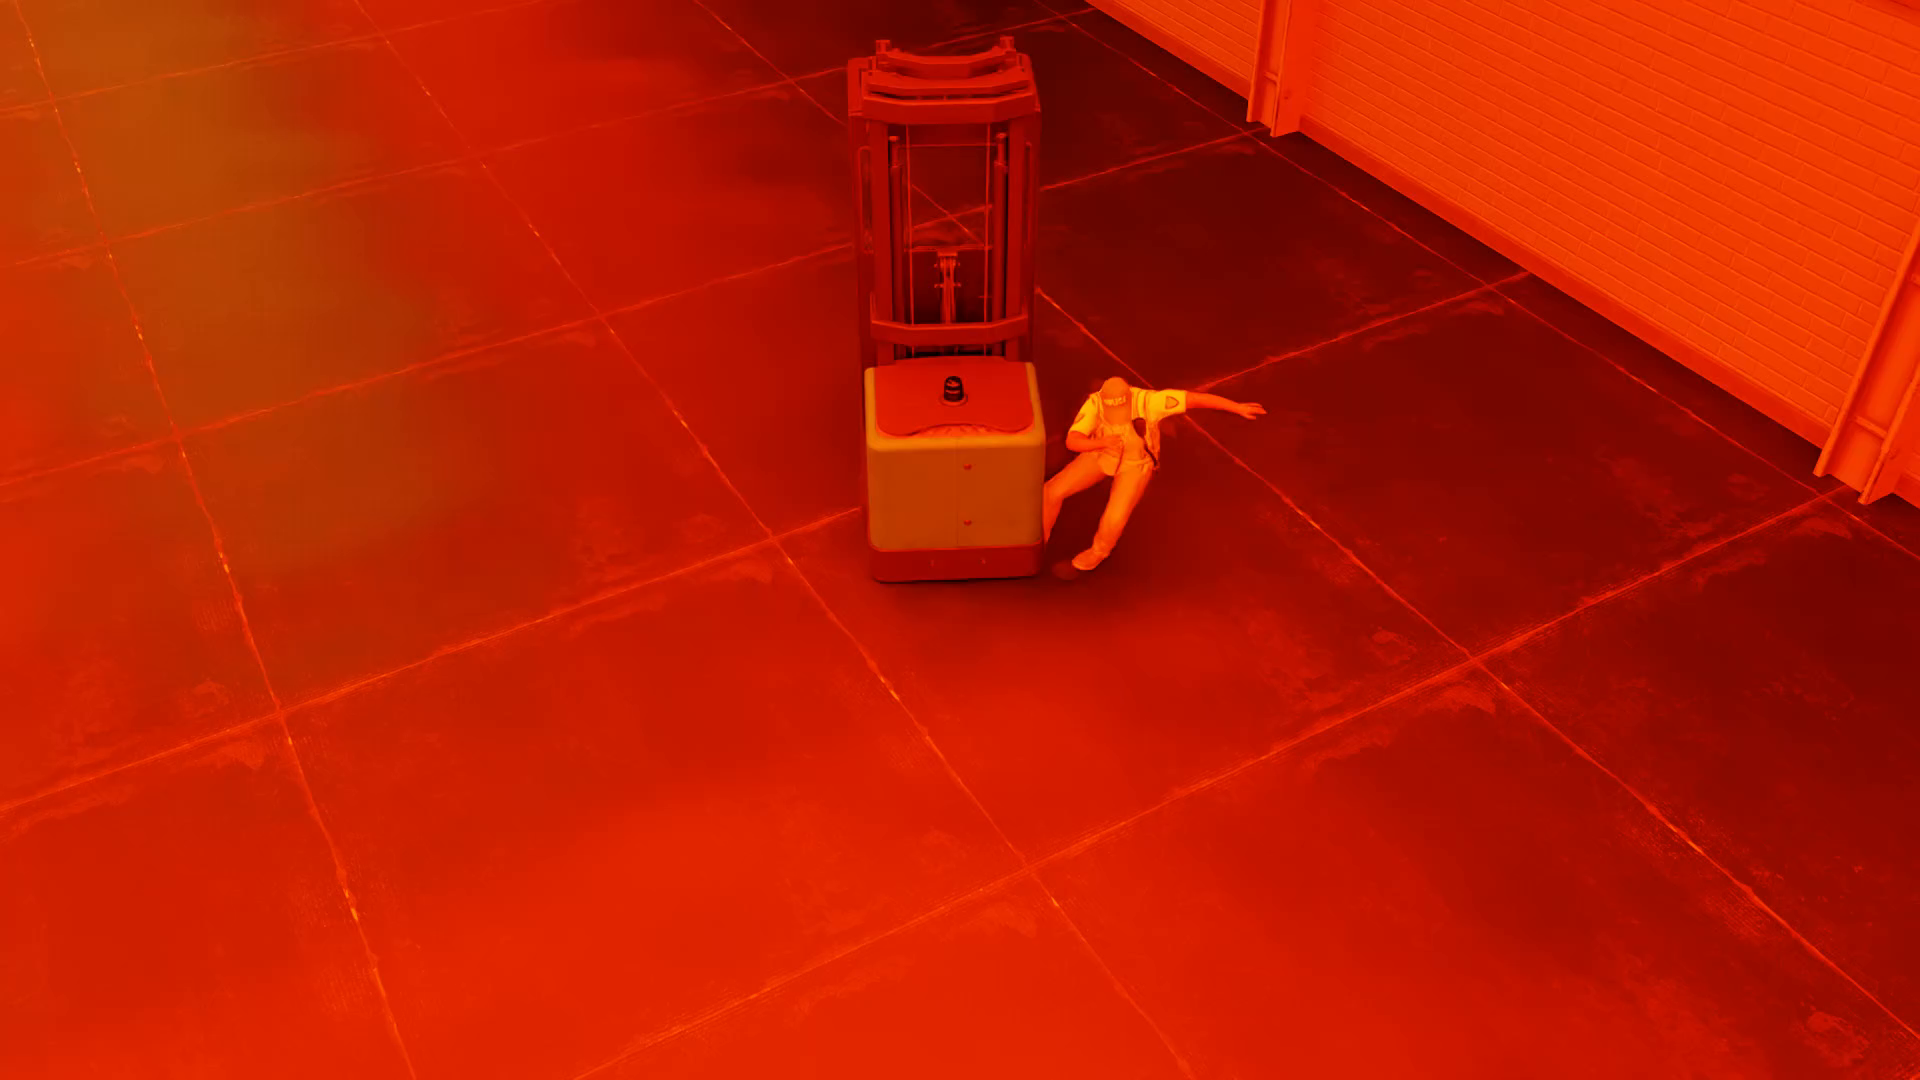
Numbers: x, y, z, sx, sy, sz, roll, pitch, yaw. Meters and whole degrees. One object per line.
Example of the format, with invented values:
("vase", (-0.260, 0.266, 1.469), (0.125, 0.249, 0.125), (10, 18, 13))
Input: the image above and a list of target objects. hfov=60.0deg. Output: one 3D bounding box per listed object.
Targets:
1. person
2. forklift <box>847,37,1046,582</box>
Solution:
("person", (1.011, -0.393, 9.773), (1.418, 1.360, 0.721), (12, 41, 14))
("forklift", (-0.101, -1.804, 10.211), (1.130, 2.935, 3.031), (-2, 40, -3))
